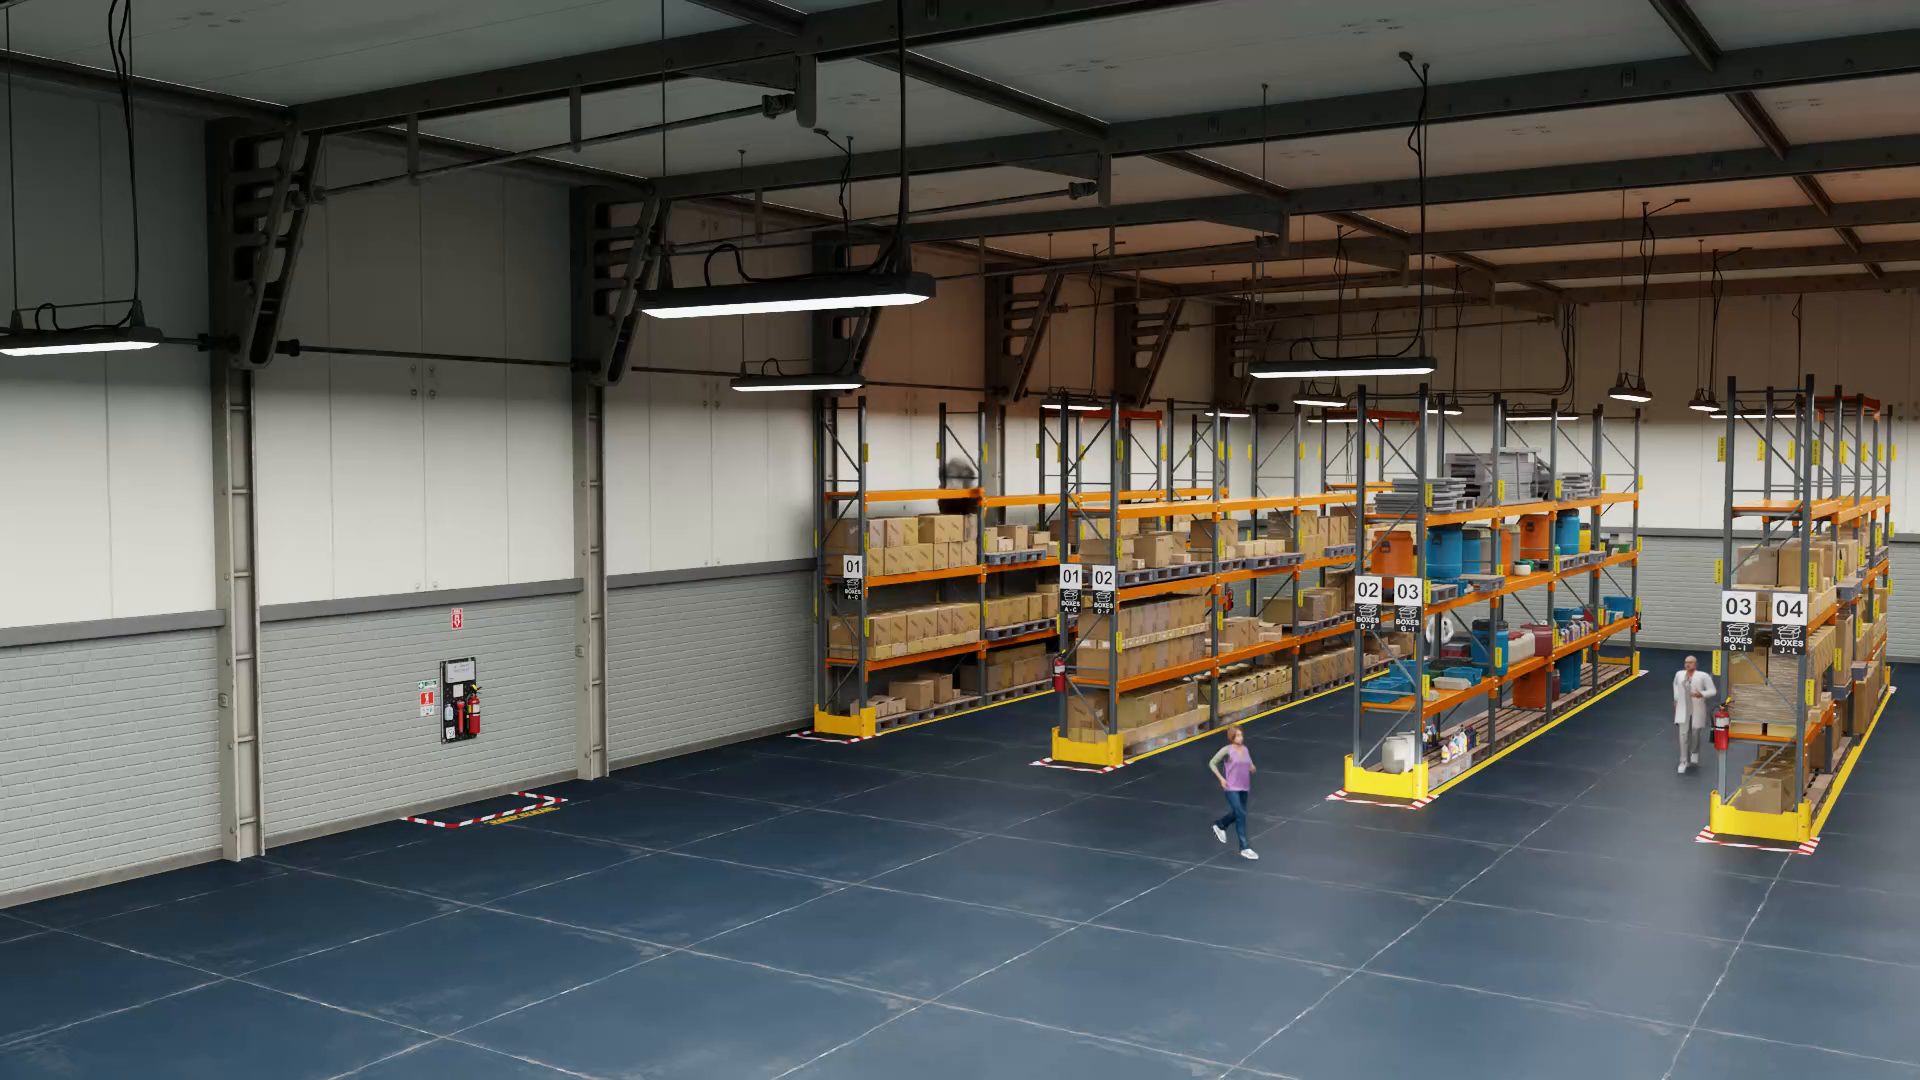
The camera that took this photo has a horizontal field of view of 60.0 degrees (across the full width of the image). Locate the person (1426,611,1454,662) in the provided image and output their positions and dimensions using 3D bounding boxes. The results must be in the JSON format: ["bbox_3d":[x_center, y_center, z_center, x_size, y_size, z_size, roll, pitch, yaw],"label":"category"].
[{"bbox_3d":[10.570,2.256,36.679,0.624,1.663,0.491,1,3,24],"label":"person"}]

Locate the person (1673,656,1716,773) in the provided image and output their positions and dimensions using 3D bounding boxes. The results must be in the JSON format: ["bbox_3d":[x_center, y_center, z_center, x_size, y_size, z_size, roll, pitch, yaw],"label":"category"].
[{"bbox_3d":[11.589,2.729,26.295,0.686,1.805,0.987,2,4,35],"label":"person"}]

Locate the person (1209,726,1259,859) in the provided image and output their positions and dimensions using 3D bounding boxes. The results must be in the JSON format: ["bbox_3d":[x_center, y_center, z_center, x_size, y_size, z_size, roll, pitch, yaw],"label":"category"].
[{"bbox_3d":[3.420,3.103,20.670,0.540,1.580,0.877,-2,4,-33],"label":"person"}]
